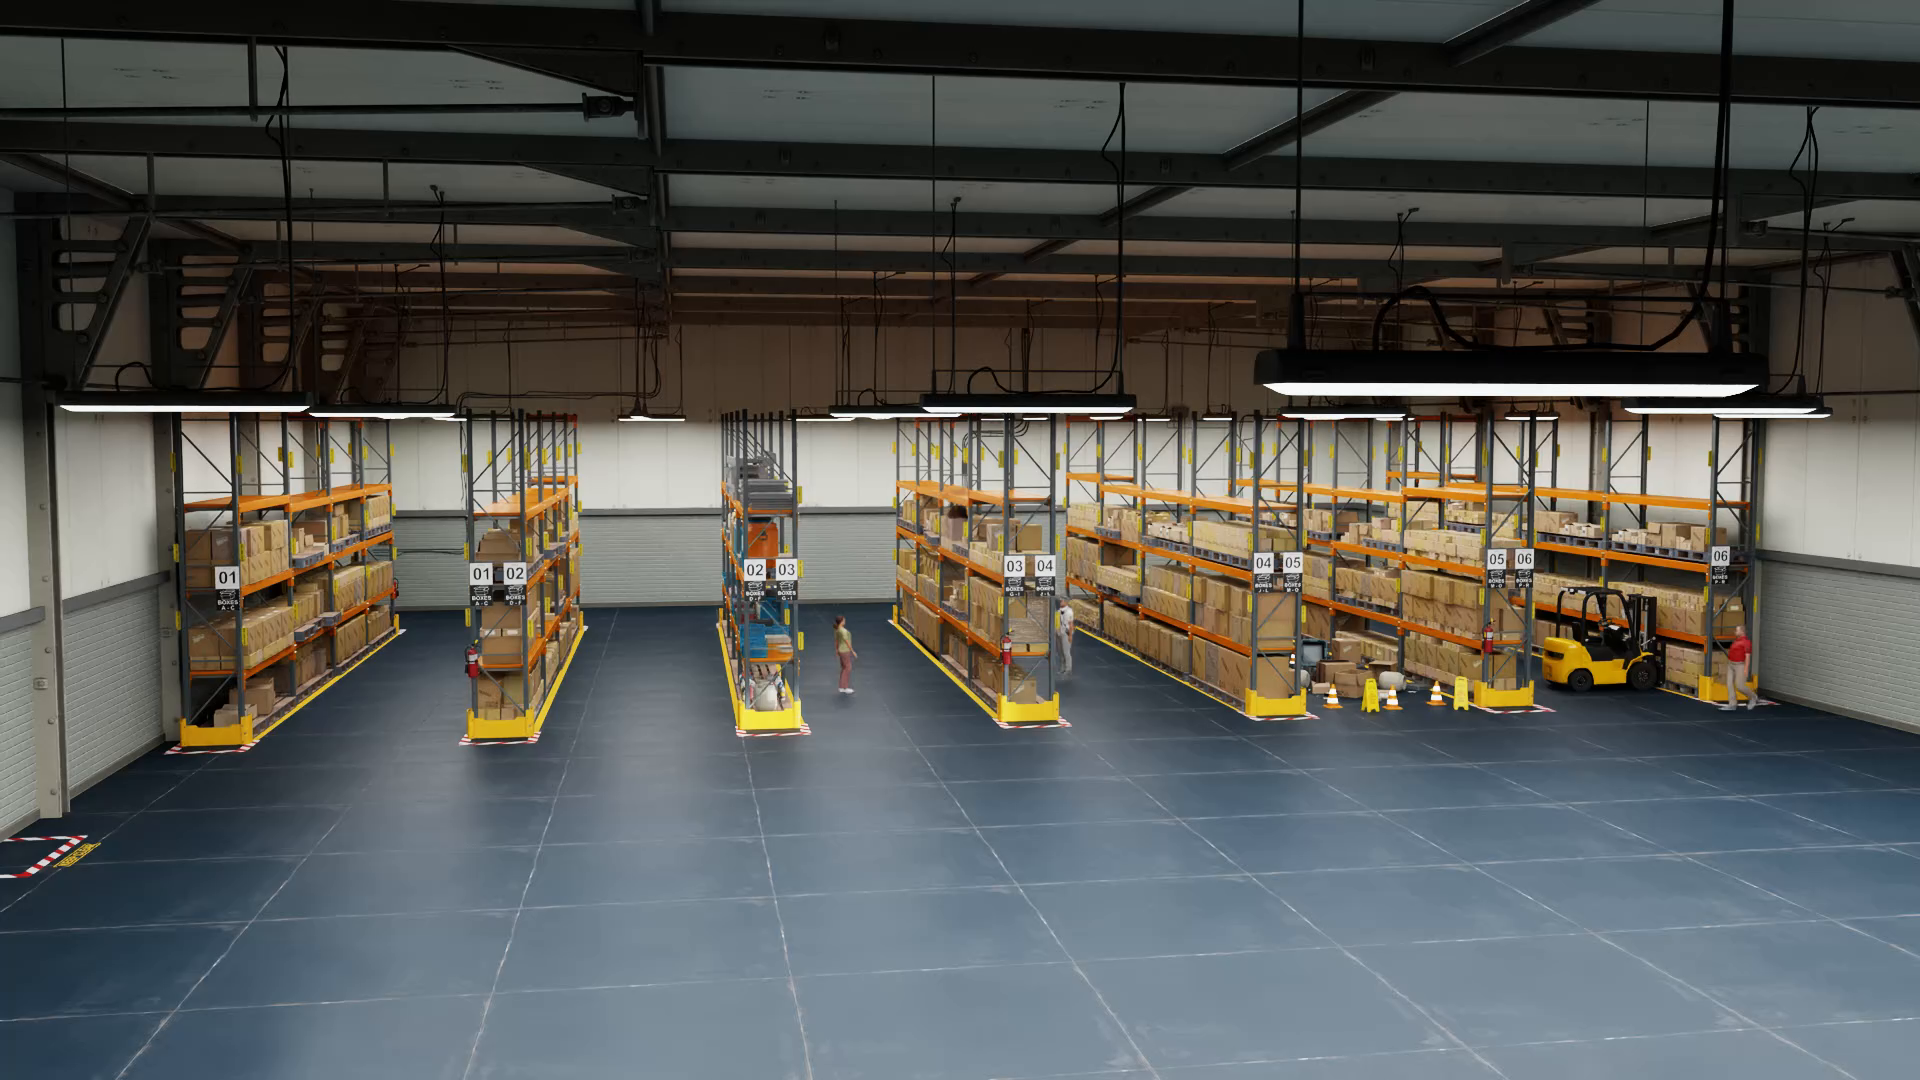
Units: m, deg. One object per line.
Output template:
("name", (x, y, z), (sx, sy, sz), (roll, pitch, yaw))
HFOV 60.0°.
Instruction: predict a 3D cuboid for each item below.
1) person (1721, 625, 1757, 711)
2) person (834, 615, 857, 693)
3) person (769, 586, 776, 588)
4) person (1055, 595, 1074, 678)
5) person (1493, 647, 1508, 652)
("person", (15.512, 2.546, 33.054), (0.629, 1.713, 0.536), (-2, 4, -22))
("person", (-2.433, 2.430, 35.267), (0.507, 1.709, 0.482), (0, 4, -4))
("person", (-4.927, 1.771, 44.725), (0.531, 1.709, 0.487), (1, 4, 8))
("person", (2.299, 2.133, 37.045), (0.452, 1.803, 0.631), (-2, 4, -27))
("person", (13.173, 2.041, 40.718), (0.528, 1.679, 0.758), (-2, 4, -22))
